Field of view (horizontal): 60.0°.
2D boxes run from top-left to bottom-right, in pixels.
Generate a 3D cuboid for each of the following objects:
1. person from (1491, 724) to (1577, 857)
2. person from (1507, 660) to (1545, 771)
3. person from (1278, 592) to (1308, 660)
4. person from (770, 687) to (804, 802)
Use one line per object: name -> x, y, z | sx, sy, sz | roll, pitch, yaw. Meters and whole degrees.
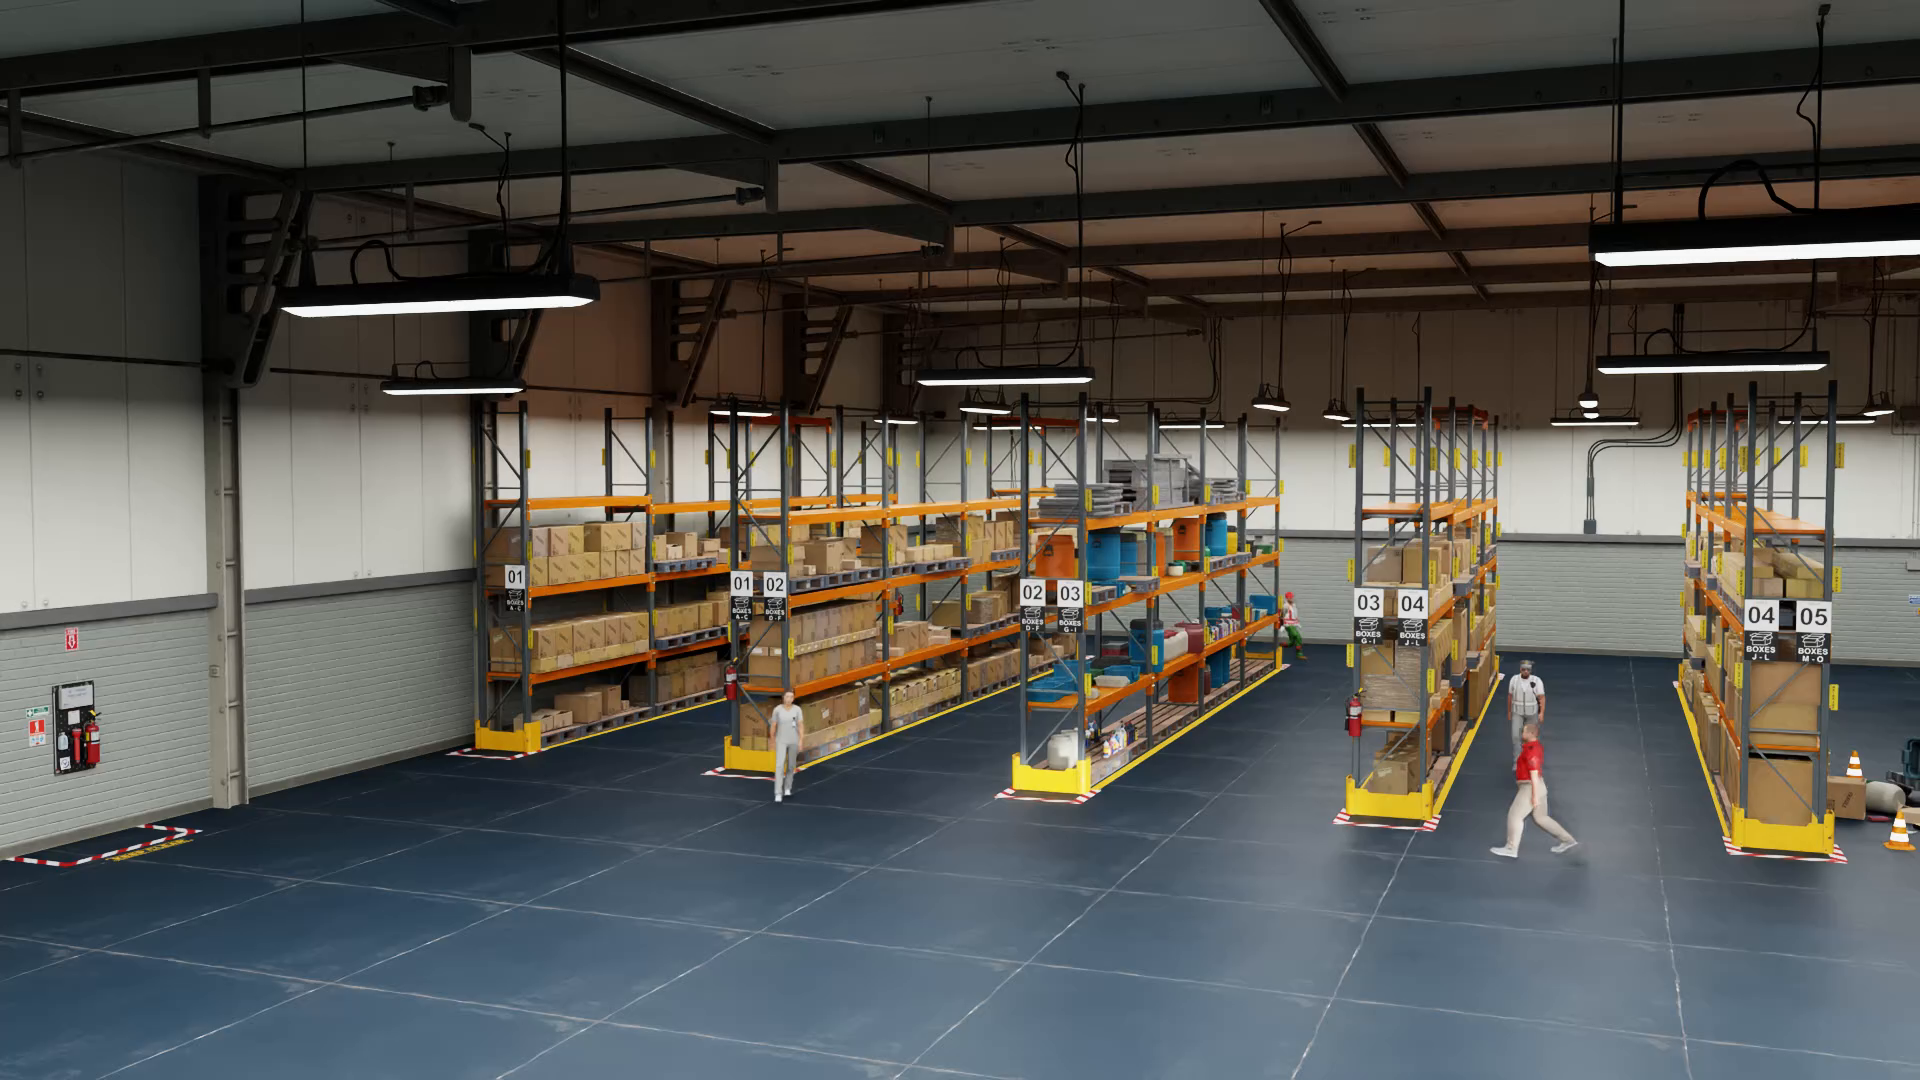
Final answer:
person -> 7.188, 3.136, 20.801 | 1.019, 1.682, 0.539 | 1, 3, 22
person -> 9.151, 2.833, 26.903 | 0.598, 1.792, 0.649 | 1, 3, 23
person -> 8.290, 2.130, 41.644 | 0.999, 1.679, 0.528 | 2, 4, 42
person -> -2.538, 2.983, 24.390 | 0.492, 1.631, 0.878 | -1, 3, -15
